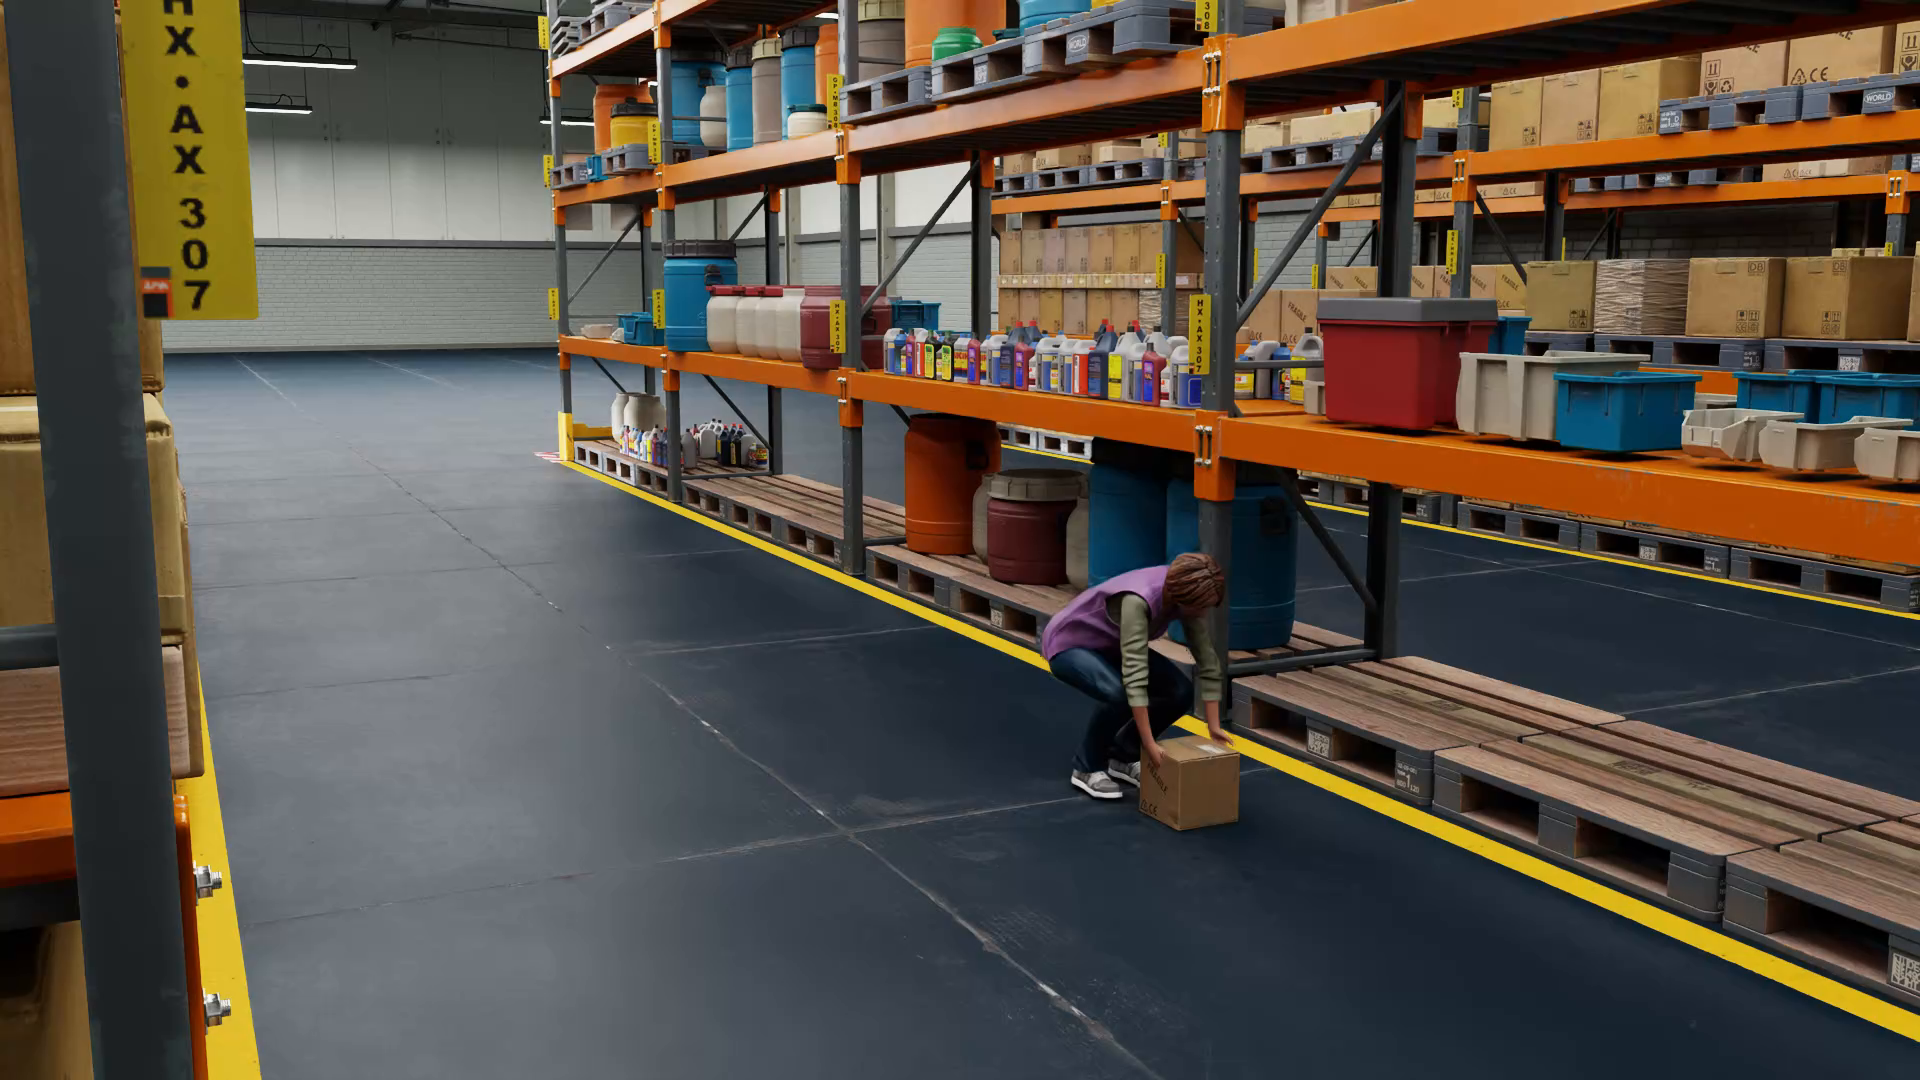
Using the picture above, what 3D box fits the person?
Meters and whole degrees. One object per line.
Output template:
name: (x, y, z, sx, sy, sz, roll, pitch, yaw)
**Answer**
person: (0.638, 0.473, 6.044, 0.446, 0.920, 0.787, -6, 11, -34)
